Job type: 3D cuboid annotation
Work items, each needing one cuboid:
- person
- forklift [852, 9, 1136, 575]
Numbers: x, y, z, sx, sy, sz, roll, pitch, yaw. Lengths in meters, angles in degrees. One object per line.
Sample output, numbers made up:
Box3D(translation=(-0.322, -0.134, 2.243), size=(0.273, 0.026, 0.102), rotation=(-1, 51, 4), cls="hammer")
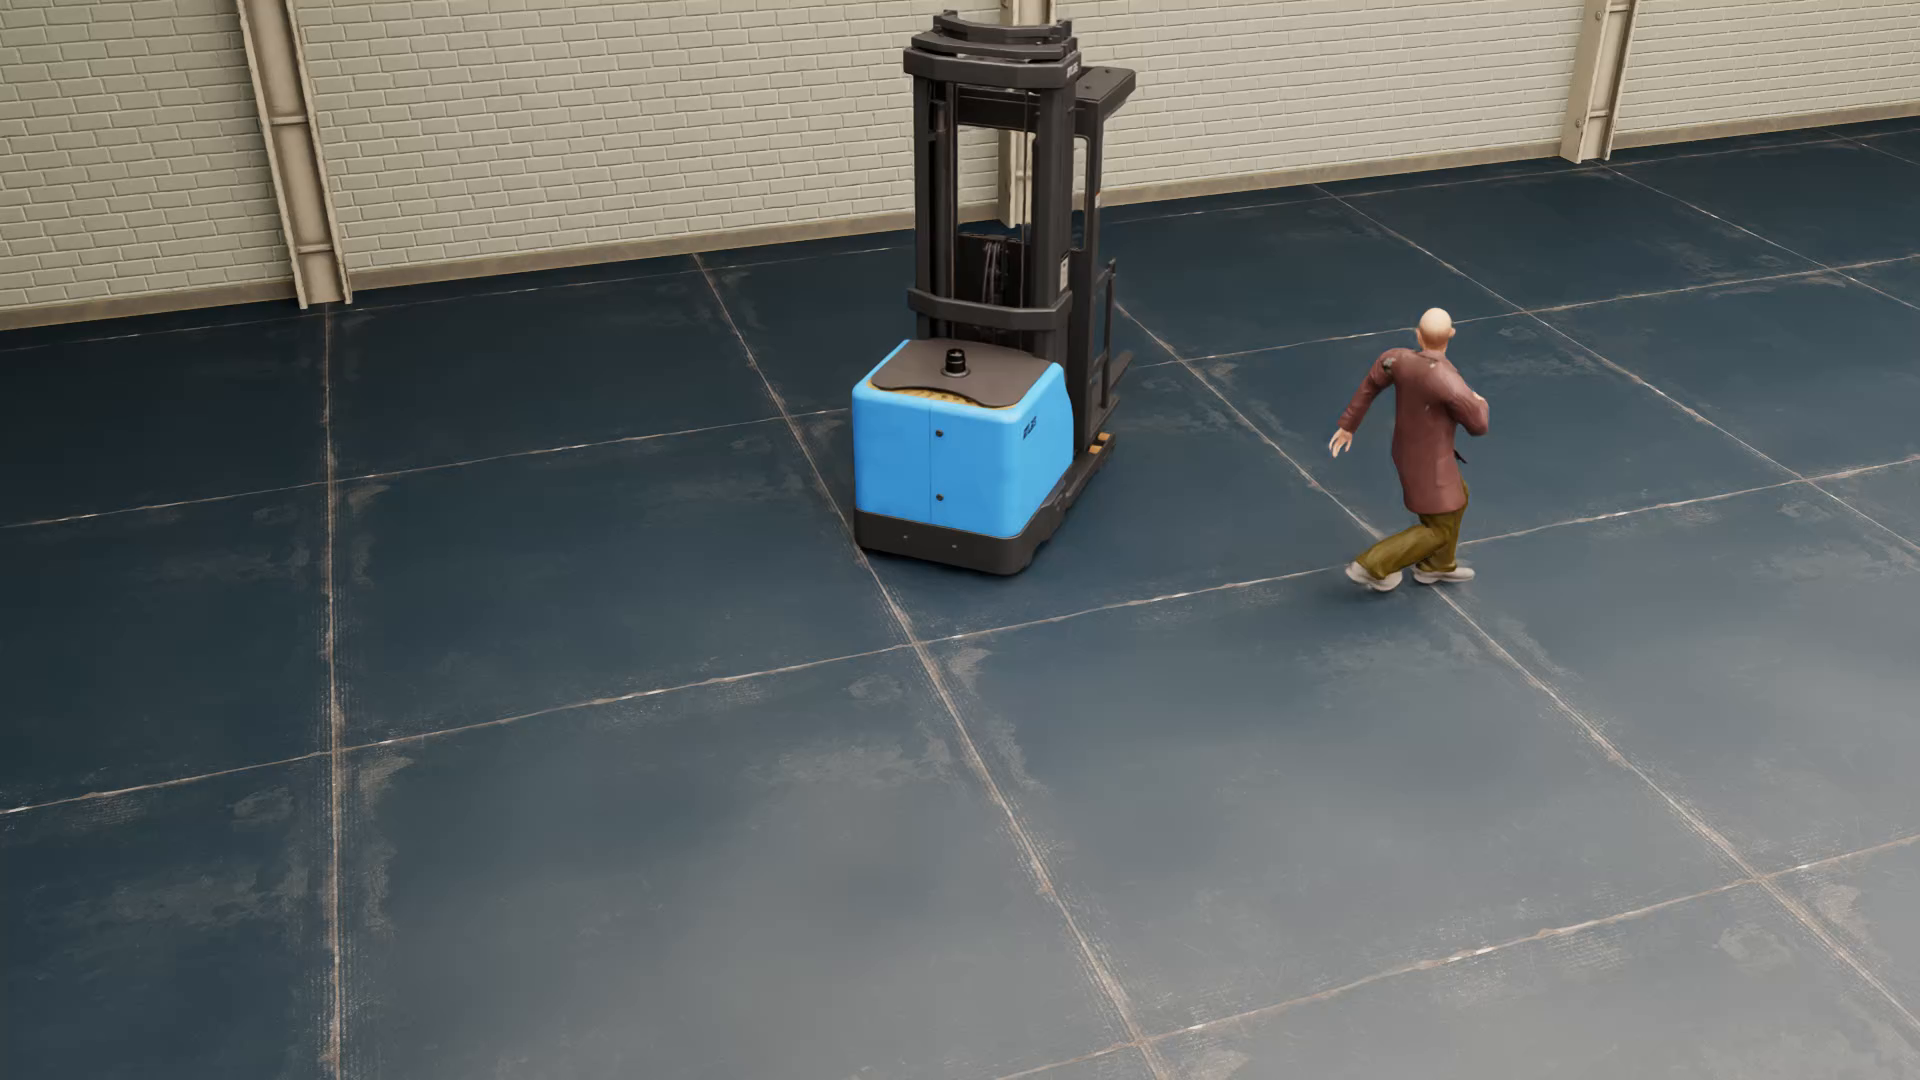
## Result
Box3D(translation=(2.550, -0.483, 9.194), size=(0.890, 1.695, 0.646), rotation=(-4, 30, -7), cls="person")
Box3D(translation=(0.384, -1.790, 10.198), size=(1.130, 2.935, 3.031), rotation=(11, 32, 19), cls="forklift")
